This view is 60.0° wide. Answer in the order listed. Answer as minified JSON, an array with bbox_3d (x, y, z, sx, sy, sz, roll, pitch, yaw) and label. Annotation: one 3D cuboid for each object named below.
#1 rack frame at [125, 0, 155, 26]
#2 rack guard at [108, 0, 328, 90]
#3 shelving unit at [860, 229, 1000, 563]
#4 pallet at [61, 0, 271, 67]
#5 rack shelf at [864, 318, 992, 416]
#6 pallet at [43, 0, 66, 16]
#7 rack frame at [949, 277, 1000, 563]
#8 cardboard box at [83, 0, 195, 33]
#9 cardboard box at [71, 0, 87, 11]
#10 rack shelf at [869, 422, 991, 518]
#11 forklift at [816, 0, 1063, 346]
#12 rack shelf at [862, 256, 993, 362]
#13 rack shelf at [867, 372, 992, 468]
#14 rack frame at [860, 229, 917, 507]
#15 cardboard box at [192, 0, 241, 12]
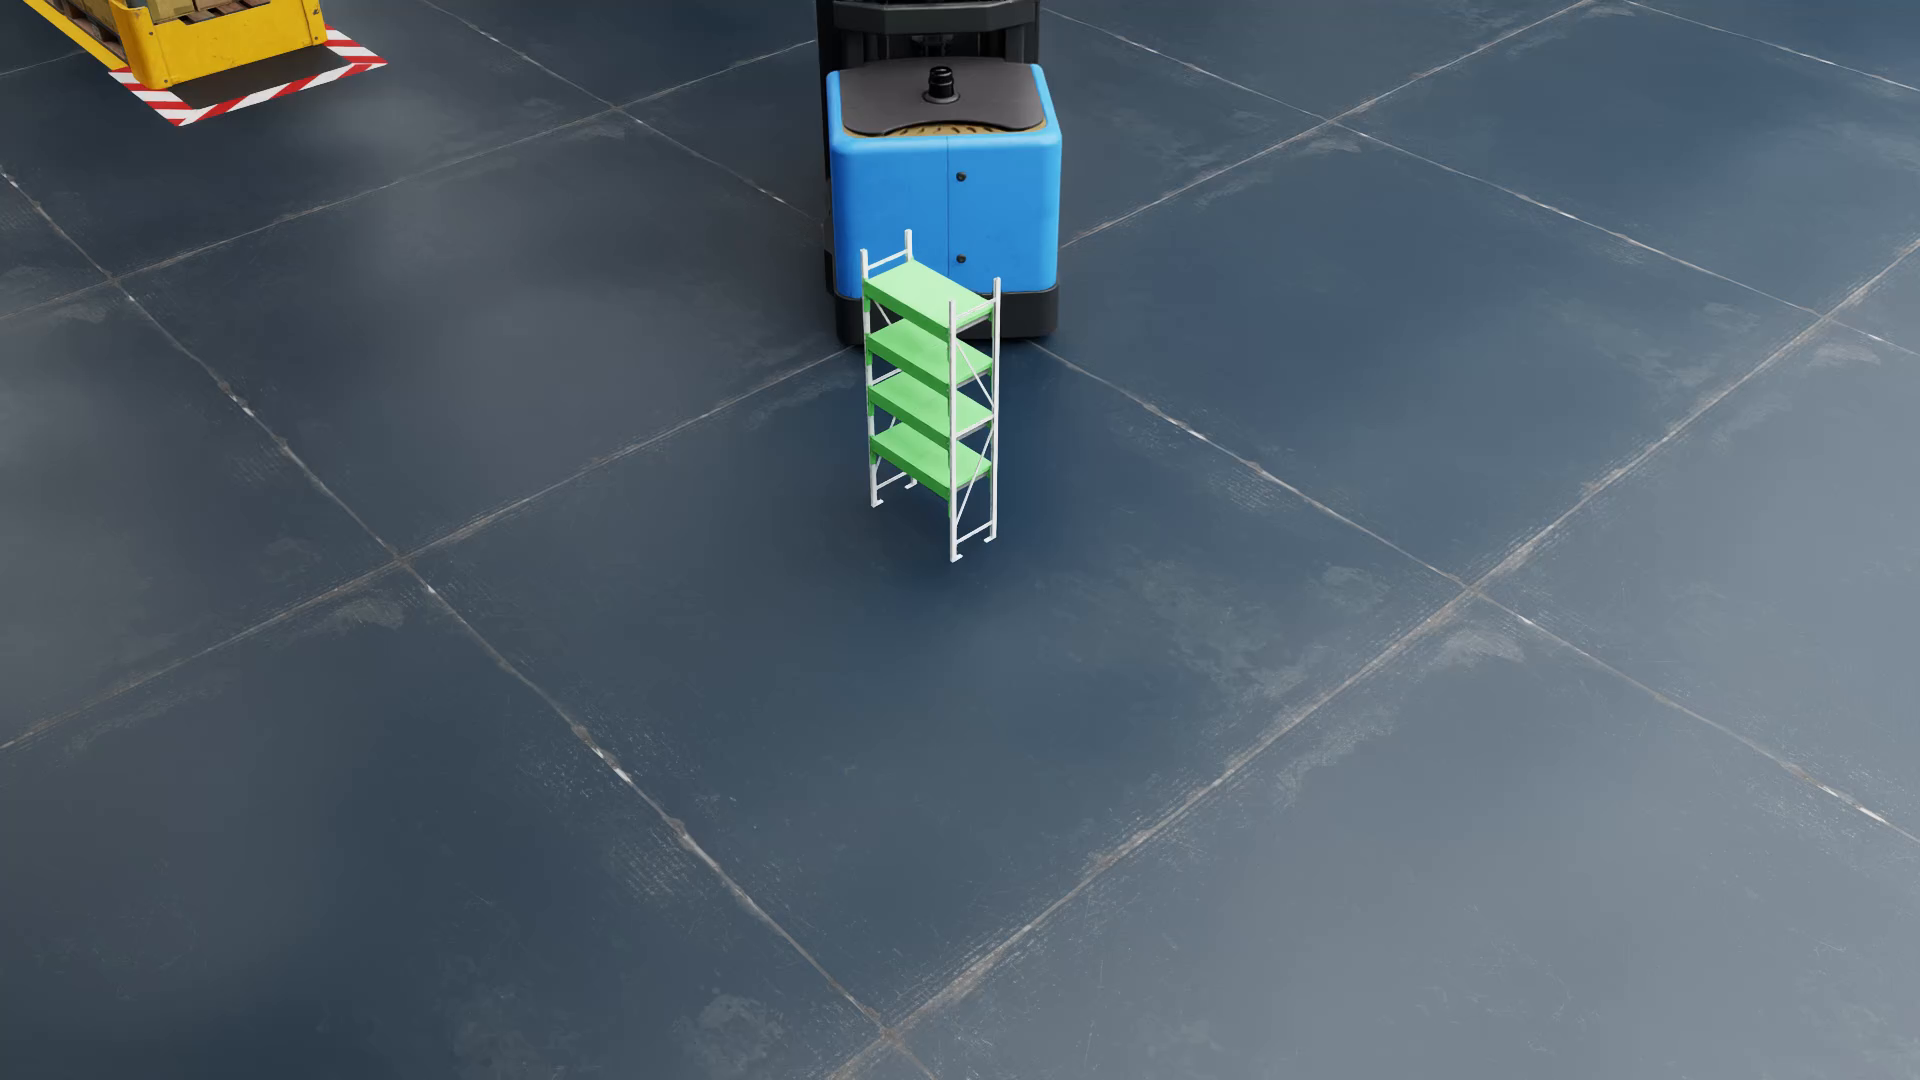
[{"bbox_3d":[-4.625,-4.238,9.610,1.000,3.000,0.127,-30,48,-32],"label":"rack frame"},{"bbox_3d":[-4.609,-3.255,10.382,1.175,0.500,0.348,-30,48,-32],"label":"rack guard"},{"bbox_3d":[-0.112,-0.543,6.468,0.258,1.200,0.503,-30,48,-32],"label":"shelving unit"},{"bbox_3d":[-5.173,-3.489,10.902,1.003,0.211,1.213,-30,48,-32],"label":"pallet"},{"bbox_3d":[-0.112,-0.680,6.357,0.258,0.148,0.480,-30,48,-32],"label":"rack shelf"},{"bbox_3d":[-5.994,-4.054,11.601,1.003,0.211,1.213,-30,48,-32],"label":"pallet"},{"bbox_3d":[0.053,-0.430,6.328,0.240,1.200,0.015,-30,48,-32],"label":"rack frame"},{"bbox_3d":[-5.206,-3.454,10.494,0.500,0.250,0.500,-30,48,-32],"label":"cardboard box"},{"bbox_3d":[-5.553,-3.681,10.774,0.500,0.250,0.500,-30,48,-32],"label":"cardboard box"},{"bbox_3d":[-0.112,-0.307,6.659,0.258,0.148,0.480,-30,48,-32],"label":"rack shelf"},{"bbox_3d":[-0.175,-2.957,8.079,1.130,2.935,3.031,-3,39,-4],"label":"forklift"},{"bbox_3d":[-0.112,-0.867,6.206,0.258,0.148,0.480,-30,48,-32],"label":"rack shelf"},{"bbox_3d":[-0.112,-0.494,6.508,0.258,0.148,0.480,-30,48,-32],"label":"rack shelf"},{"bbox_3d":[-0.277,-0.656,6.608,0.240,1.200,0.015,-30,48,-32],"label":"rack frame"},{"bbox_3d":[-4.824,-3.675,10.767,0.500,0.250,0.500,-30,48,-32],"label":"cardboard box"}]
